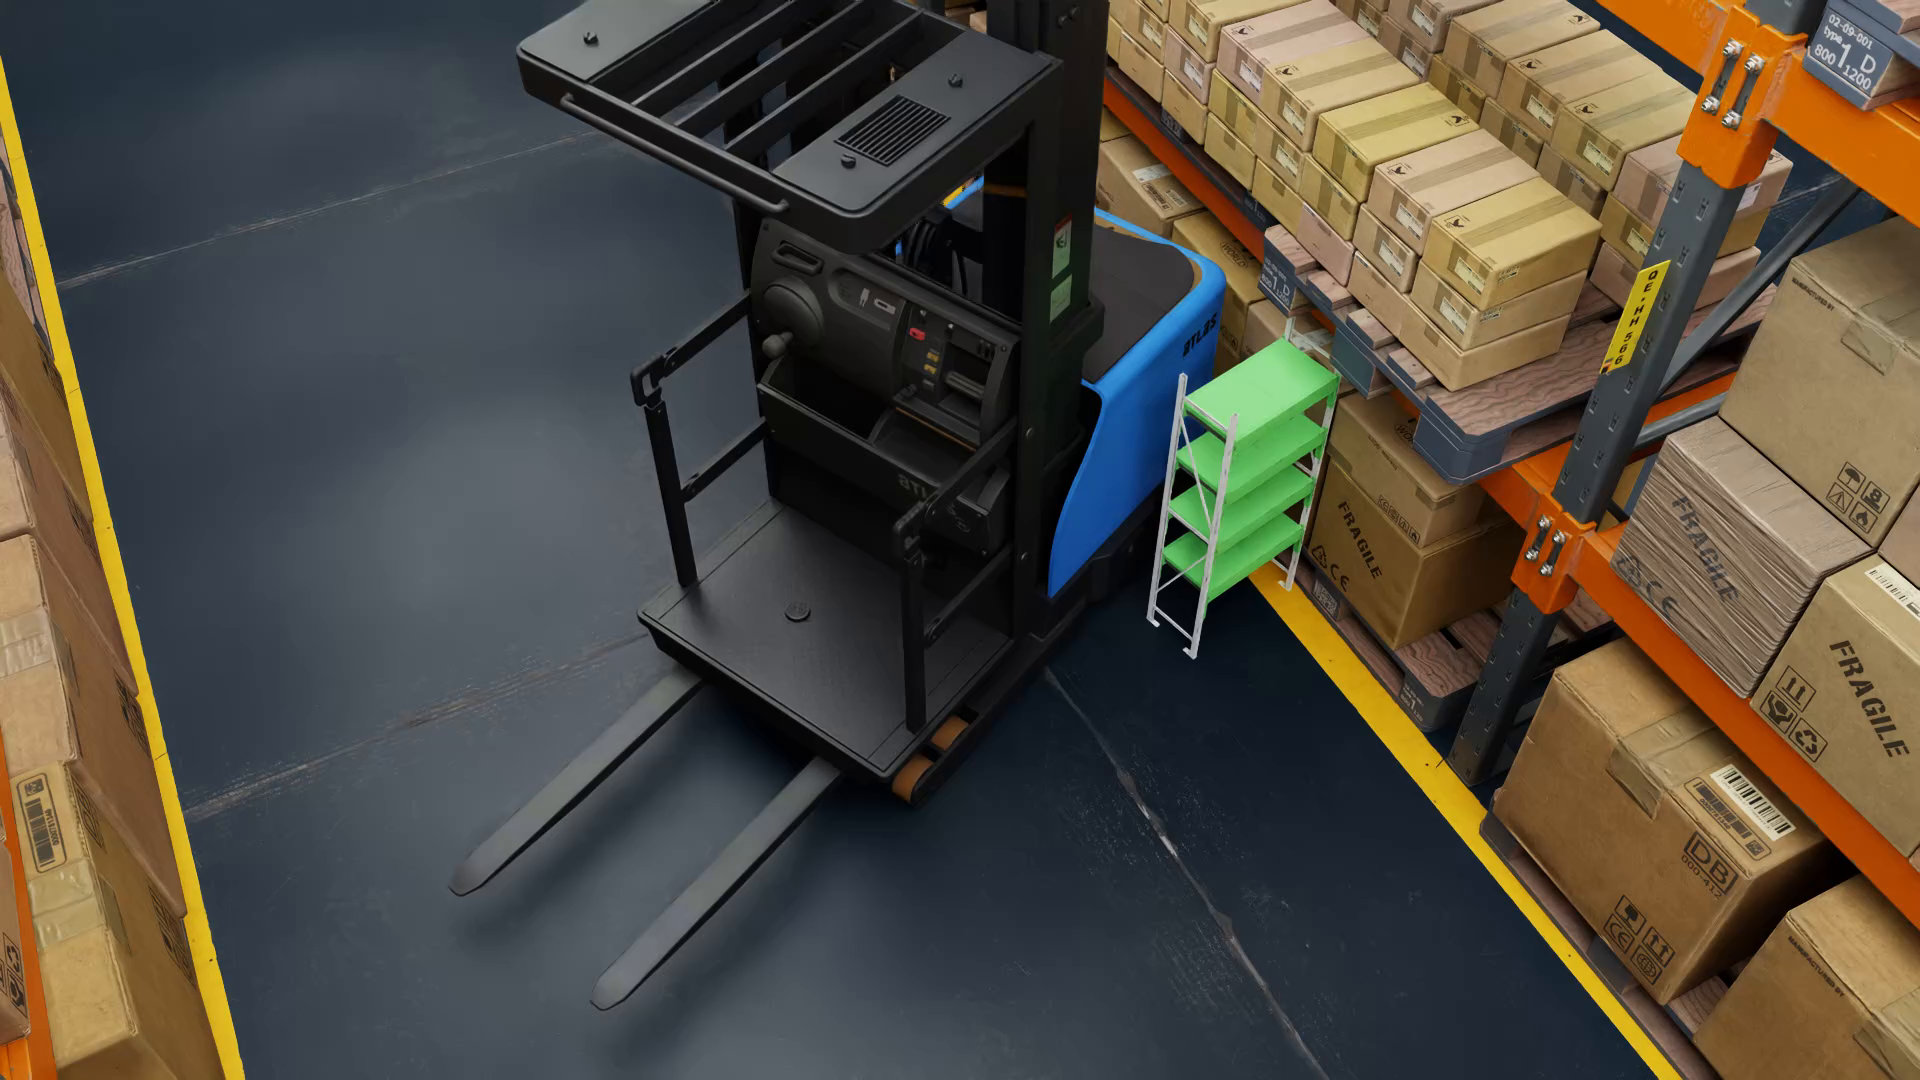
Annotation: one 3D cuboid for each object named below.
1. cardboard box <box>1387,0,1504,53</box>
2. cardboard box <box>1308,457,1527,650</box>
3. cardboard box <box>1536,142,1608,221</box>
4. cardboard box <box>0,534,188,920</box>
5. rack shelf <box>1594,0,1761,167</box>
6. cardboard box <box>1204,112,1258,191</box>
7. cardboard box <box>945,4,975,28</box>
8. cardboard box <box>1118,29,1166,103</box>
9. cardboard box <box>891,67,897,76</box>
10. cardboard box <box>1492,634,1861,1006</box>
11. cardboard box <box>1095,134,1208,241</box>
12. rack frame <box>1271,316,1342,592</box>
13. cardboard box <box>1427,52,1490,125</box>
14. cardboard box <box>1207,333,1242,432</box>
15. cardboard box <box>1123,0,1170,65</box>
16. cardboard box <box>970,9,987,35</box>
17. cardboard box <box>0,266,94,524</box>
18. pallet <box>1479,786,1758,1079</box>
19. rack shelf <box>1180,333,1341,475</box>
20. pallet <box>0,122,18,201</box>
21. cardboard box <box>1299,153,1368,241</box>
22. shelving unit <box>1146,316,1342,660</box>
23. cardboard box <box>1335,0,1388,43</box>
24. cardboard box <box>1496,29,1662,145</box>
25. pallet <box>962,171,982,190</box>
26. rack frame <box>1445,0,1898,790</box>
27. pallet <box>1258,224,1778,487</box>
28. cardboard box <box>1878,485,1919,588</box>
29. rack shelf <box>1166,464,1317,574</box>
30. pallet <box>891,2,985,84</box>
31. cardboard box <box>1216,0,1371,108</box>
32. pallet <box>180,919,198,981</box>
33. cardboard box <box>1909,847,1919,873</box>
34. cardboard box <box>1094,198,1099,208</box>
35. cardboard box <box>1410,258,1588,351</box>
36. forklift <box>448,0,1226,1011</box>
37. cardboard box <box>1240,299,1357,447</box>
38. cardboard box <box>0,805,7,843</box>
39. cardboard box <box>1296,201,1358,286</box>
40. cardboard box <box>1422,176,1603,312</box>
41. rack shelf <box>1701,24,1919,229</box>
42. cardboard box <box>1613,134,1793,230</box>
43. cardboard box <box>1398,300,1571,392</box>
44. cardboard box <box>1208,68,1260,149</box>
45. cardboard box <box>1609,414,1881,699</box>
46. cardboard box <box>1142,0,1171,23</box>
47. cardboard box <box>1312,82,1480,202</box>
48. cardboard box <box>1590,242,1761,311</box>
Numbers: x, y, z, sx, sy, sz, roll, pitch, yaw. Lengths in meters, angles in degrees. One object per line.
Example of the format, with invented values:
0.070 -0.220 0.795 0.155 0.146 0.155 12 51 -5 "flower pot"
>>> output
1.586 -1.702 5.238 0.380 0.149 0.250 -19 51 -16 "cardboard box"
1.571 -0.038 5.672 0.500 0.500 0.500 -21 52 -18 "cardboard box"
1.936 -1.099 4.909 0.380 0.149 0.250 -19 51 -16 "cardboard box"
-3.050 0.762 4.723 1.225 0.875 0.875 -21 52 -17 "cardboard box"
1.189 -2.461 4.895 1.077 0.370 4.000 -21 52 -18 "rack shelf"
1.005 -1.286 5.270 0.380 0.149 0.250 -23 53 -19 "cardboard box"
-0.153 -2.448 7.816 0.380 0.149 0.250 -20 52 -17 "cardboard box"
0.760 -1.641 5.580 0.380 0.149 0.250 -23 53 -19 "cardboard box"
-0.208 -2.394 7.966 0.380 0.149 0.250 -21 52 -17 "cardboard box"
2.303 0.669 4.888 1.050 0.750 0.750 -22 52 -18 "cardboard box"
0.853 -1.327 6.302 0.500 0.250 0.500 -19 52 -16 "cardboard box"
1.132 -0.279 5.696 0.015 1.200 0.240 -32 56 -25 "rack frame"
1.695 -1.445 5.211 0.380 0.149 0.250 -21 52 -17 "cardboard box"
1.080 -0.735 6.281 0.500 0.500 0.500 -23 53 -19 "cardboard box"
0.763 -1.734 5.464 0.380 0.149 0.250 -22 52 -18 "cardboard box"
0.377 -2.026 6.912 0.500 0.250 0.500 -23 53 -19 "cardboard box"
-3.872 -0.426 5.762 1.225 0.875 0.875 -21 52 -17 "cardboard box"
2.398 1.100 5.148 1.003 0.211 1.213 -21 52 -18 "pallet"
0.944 -0.436 5.281 0.480 0.148 0.258 -32 56 -25 "rack shelf"
-5.023 -1.844 7.722 1.003 0.211 1.213 -21 52 -18 "pallet"
1.227 -1.052 4.868 0.380 0.149 0.250 -20 52 -17 "cardboard box"
0.944 -0.162 5.594 0.503 1.200 0.258 -32 56 -25 "shelving unit"
1.471 -1.779 5.504 0.380 0.149 0.250 -22 52 -18 "cardboard box"
1.832 -1.344 4.925 0.380 0.149 0.250 -21 52 -18 "cardboard box"
0.632 -1.610 7.518 1.003 0.211 1.213 -21 52 -18 "pallet"
2.105 -0.372 4.582 1.000 3.000 0.127 -21 52 -18 "rack frame"
1.684 -0.749 5.040 1.213 0.211 1.003 -21 52 -18 "pallet"
2.534 -0.092 3.607 0.700 0.500 0.500 -22 52 -18 "cardboard box"
0.944 -0.120 5.643 0.480 0.148 0.258 -32 56 -25 "rack shelf"
-0.065 -2.568 8.356 1.003 0.211 1.213 -21 52 -18 "pallet"
1.009 -1.478 5.043 0.380 0.149 0.250 -21 52 -18 "cardboard box"
-2.646 1.633 4.681 1.003 0.211 1.213 -21 52 -18 "pallet"
2.536 0.666 3.609 0.500 0.500 0.500 -21 52 -18 "cardboard box"
0.620 -1.425 6.885 0.500 0.500 0.500 -19 52 -16 "cardboard box"
1.474 -0.699 4.559 0.380 0.149 0.250 -20 52 -17 "cardboard box"
-0.371 -0.523 4.760 1.130 2.935 3.031 30 55 24 "forklift"
1.318 -0.636 5.697 0.500 0.250 0.500 -20 52 -17 "cardboard box"
-2.570 0.473 3.777 0.500 0.500 0.500 -22 53 -18 "cardboard box"
1.240 -0.938 4.966 0.380 0.149 0.250 -20 52 -17 "cardboard box"
1.473 -0.793 4.444 0.380 0.149 0.250 -23 53 -19 "cardboard box"
3.020 0.216 2.553 1.077 0.370 4.000 -21 52 -18 "rack shelf"
2.063 -1.002 4.626 0.380 0.149 0.250 -21 52 -17 "cardboard box"
1.470 -0.599 4.669 0.380 0.149 0.250 -20 52 -17 "cardboard box"
1.001 -1.387 5.161 0.380 0.149 0.250 -21 52 -18 "cardboard box"
2.070 -0.011 4.201 0.500 0.500 0.500 -21 52 -17 "cardboard box"
0.765 -1.834 5.354 0.380 0.149 0.250 -20 52 -16 "cardboard box"
1.240 -1.138 4.745 0.380 0.149 0.250 -20 52 -16 "cardboard box"
2.079 -0.796 4.842 0.380 0.149 0.250 -22 52 -18 "cardboard box"
